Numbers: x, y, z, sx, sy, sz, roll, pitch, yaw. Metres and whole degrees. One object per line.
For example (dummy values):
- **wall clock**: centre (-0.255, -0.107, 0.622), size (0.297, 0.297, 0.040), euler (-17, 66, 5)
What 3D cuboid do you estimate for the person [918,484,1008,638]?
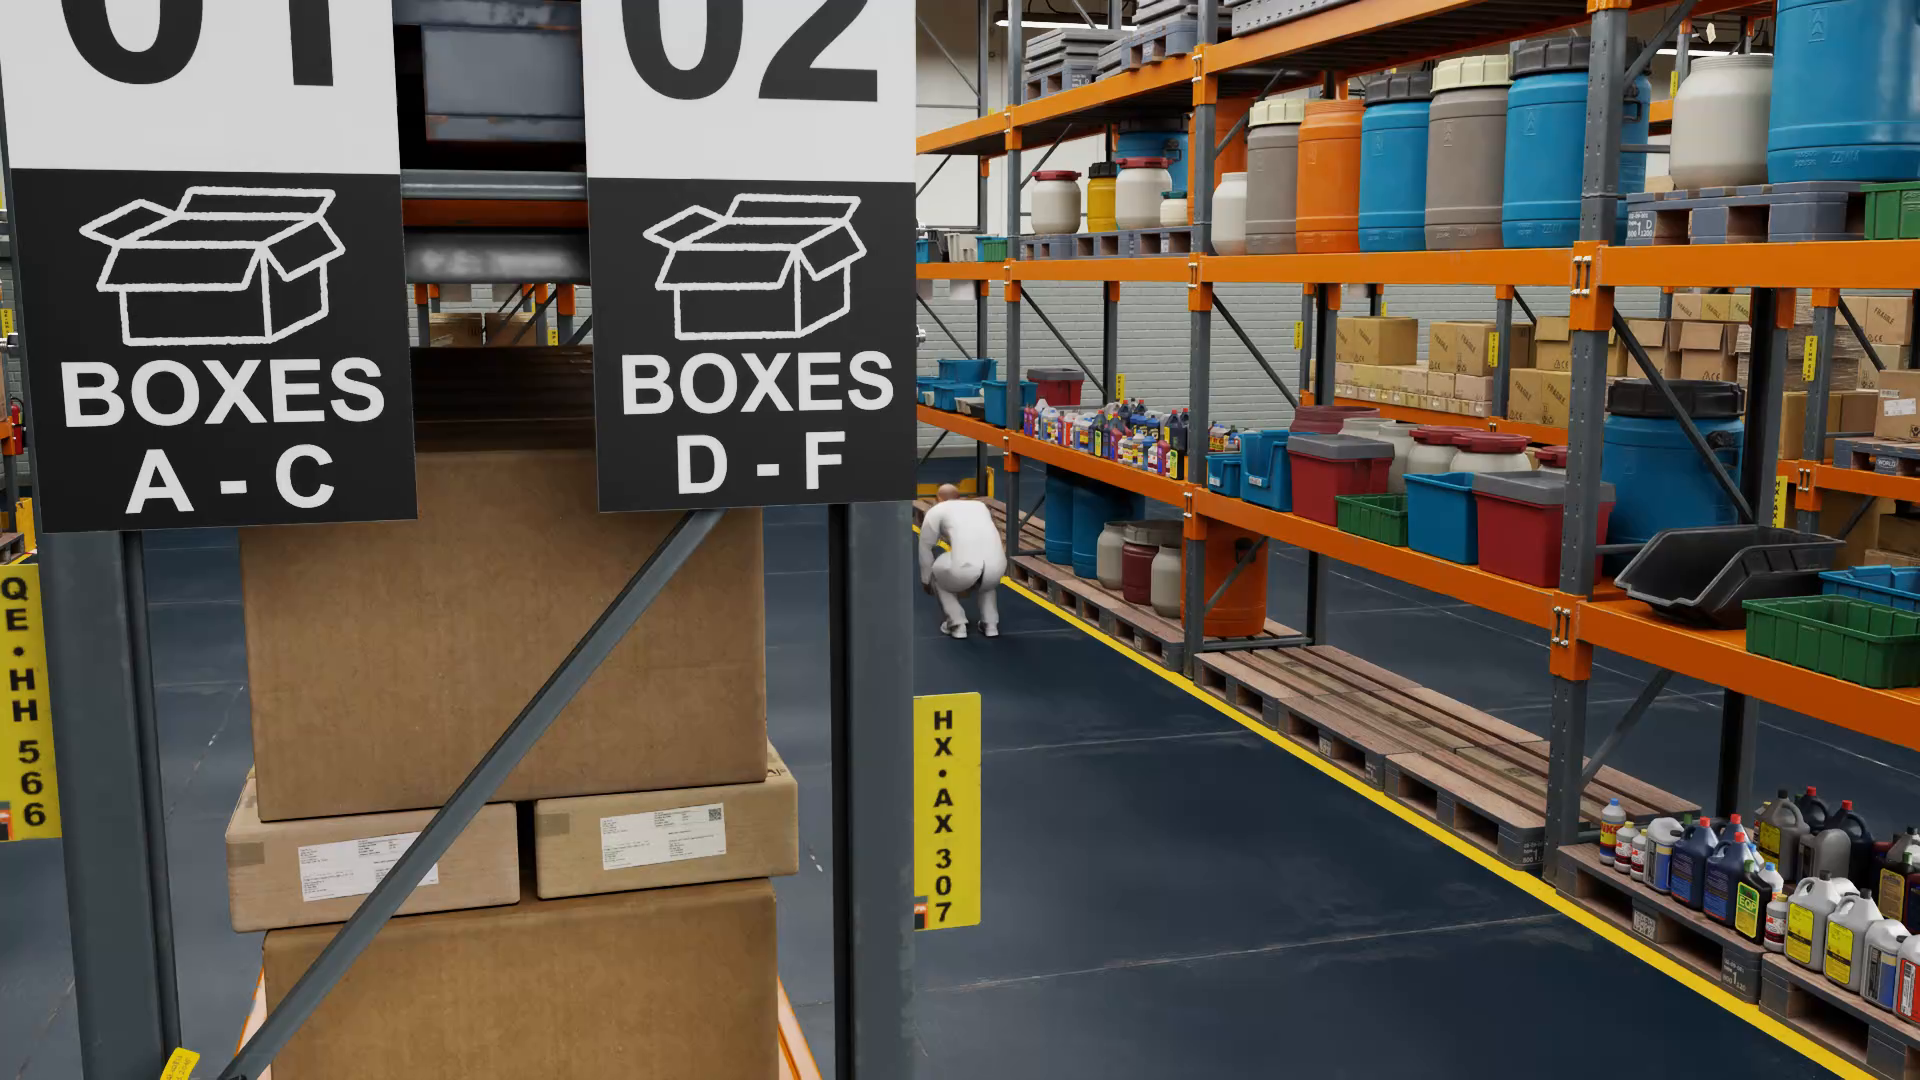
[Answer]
- **person**: centre (0.027, 0.154, 12.599), size (0.616, 1.100, 0.873), euler (-3, 9, -16)
